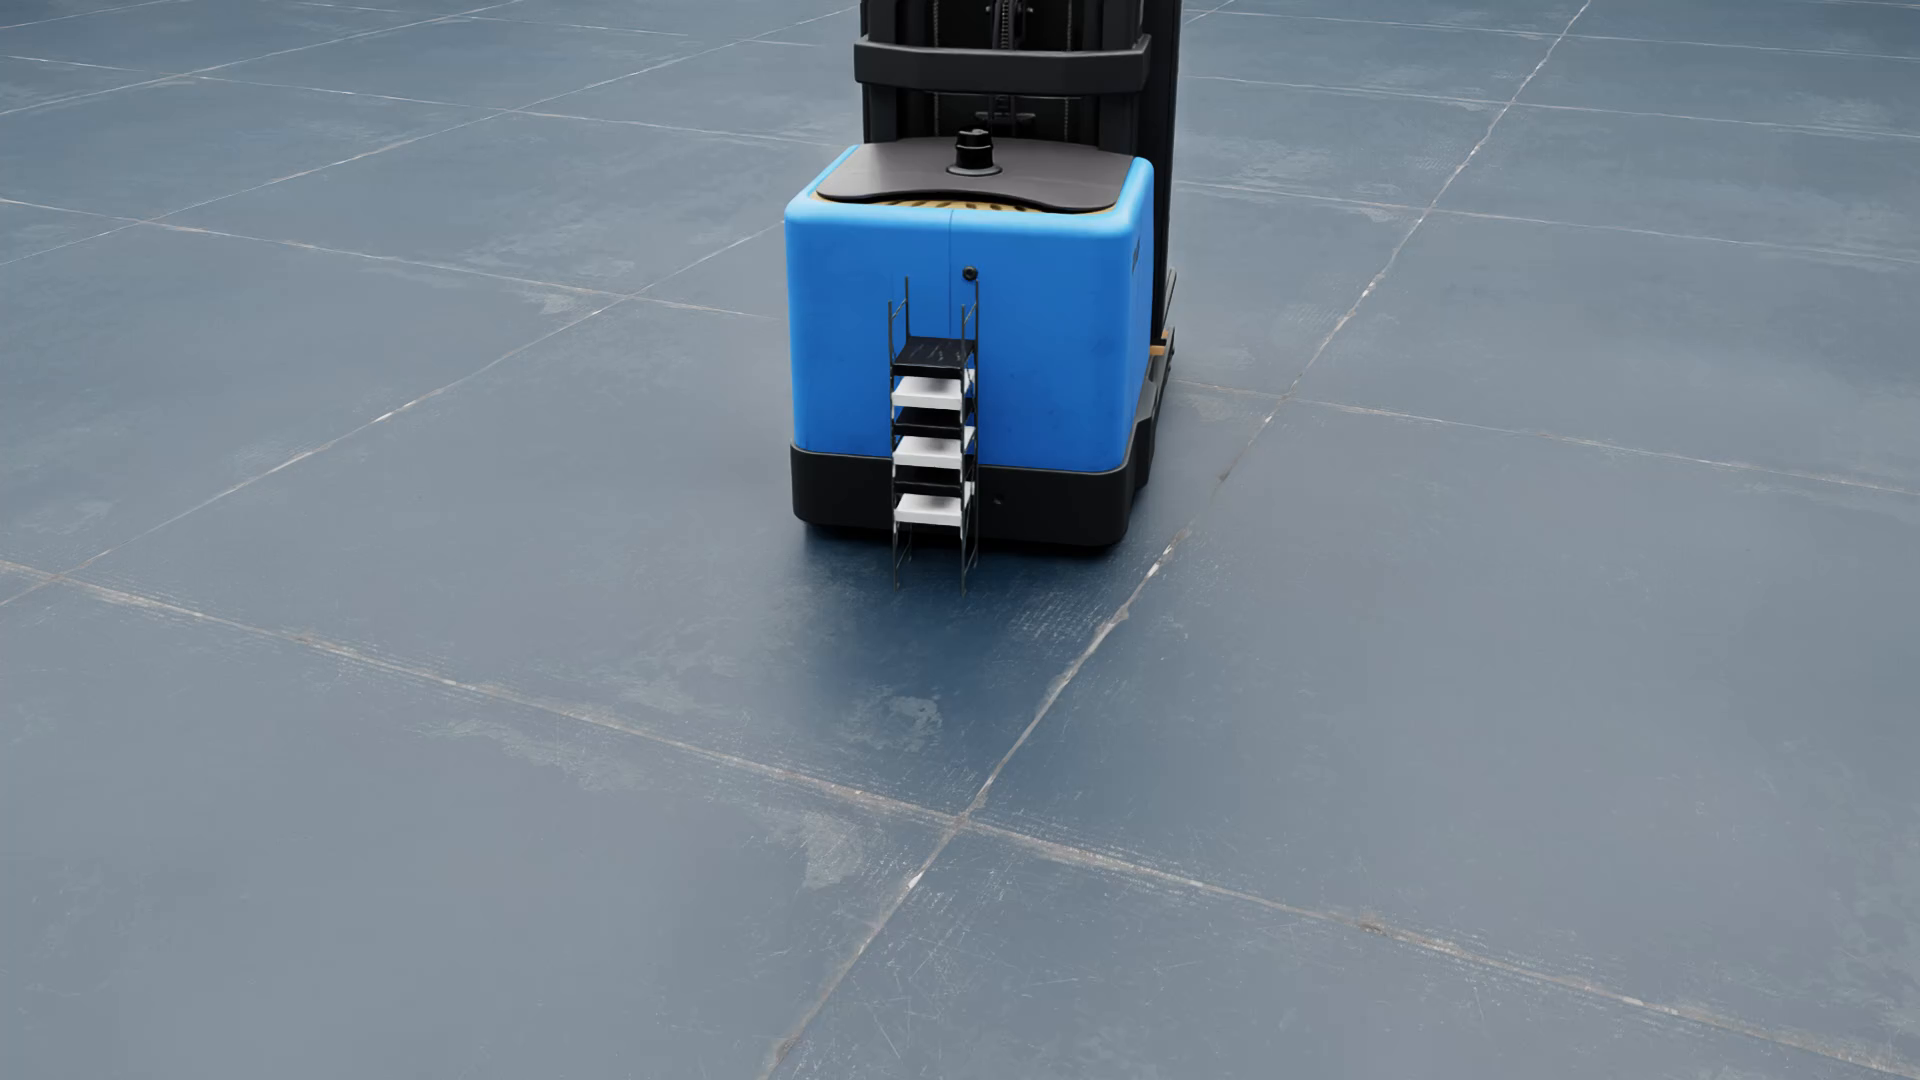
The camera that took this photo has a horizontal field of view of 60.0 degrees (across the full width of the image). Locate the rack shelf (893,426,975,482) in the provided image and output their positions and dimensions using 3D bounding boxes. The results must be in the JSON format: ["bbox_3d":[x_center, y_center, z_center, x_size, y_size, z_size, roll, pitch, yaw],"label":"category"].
[{"bbox_3d":[-0.071,-0.260,4.835,0.200,0.077,0.258,5,27,9],"label":"rack shelf"}]

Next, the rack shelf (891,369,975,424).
[{"bbox_3d":[-0.071,-0.422,4.755,0.200,0.077,0.258,5,27,9],"label":"rack shelf"}]

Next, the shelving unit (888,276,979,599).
[{"bbox_3d":[-0.071,-0.290,4.820,0.210,0.900,0.258,5,27,9],"label":"shelving unit"}]

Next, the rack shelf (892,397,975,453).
[{"bbox_3d":[-0.071,-0.341,4.795,0.200,0.077,0.258,5,27,9],"label":"rack shelf"}]

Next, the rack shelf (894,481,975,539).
[{"bbox_3d":[-0.071,-0.099,4.915,0.200,0.077,0.258,5,27,9],"label":"rack shelf"}]

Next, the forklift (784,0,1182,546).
[{"bbox_3d":[0.247,-1.922,5.836,1.130,2.935,3.031,5,27,9],"label":"forklift"}]

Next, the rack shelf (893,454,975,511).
[{"bbox_3d":[-0.071,-0.180,4.875,0.200,0.077,0.258,5,27,9],"label":"rack shelf"}]

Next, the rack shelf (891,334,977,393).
[{"bbox_3d":[-0.071,-0.502,4.715,0.200,0.077,0.258,5,27,9],"label":"rack shelf"}]

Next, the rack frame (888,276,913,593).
[{"bbox_3d":[-0.171,-0.299,4.837,0.006,0.900,0.240,5,27,9],"label":"rack frame"}]

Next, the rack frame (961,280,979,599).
[{"bbox_3d":[0.029,-0.282,4.803,0.006,0.900,0.240,5,27,9],"label":"rack frame"}]
